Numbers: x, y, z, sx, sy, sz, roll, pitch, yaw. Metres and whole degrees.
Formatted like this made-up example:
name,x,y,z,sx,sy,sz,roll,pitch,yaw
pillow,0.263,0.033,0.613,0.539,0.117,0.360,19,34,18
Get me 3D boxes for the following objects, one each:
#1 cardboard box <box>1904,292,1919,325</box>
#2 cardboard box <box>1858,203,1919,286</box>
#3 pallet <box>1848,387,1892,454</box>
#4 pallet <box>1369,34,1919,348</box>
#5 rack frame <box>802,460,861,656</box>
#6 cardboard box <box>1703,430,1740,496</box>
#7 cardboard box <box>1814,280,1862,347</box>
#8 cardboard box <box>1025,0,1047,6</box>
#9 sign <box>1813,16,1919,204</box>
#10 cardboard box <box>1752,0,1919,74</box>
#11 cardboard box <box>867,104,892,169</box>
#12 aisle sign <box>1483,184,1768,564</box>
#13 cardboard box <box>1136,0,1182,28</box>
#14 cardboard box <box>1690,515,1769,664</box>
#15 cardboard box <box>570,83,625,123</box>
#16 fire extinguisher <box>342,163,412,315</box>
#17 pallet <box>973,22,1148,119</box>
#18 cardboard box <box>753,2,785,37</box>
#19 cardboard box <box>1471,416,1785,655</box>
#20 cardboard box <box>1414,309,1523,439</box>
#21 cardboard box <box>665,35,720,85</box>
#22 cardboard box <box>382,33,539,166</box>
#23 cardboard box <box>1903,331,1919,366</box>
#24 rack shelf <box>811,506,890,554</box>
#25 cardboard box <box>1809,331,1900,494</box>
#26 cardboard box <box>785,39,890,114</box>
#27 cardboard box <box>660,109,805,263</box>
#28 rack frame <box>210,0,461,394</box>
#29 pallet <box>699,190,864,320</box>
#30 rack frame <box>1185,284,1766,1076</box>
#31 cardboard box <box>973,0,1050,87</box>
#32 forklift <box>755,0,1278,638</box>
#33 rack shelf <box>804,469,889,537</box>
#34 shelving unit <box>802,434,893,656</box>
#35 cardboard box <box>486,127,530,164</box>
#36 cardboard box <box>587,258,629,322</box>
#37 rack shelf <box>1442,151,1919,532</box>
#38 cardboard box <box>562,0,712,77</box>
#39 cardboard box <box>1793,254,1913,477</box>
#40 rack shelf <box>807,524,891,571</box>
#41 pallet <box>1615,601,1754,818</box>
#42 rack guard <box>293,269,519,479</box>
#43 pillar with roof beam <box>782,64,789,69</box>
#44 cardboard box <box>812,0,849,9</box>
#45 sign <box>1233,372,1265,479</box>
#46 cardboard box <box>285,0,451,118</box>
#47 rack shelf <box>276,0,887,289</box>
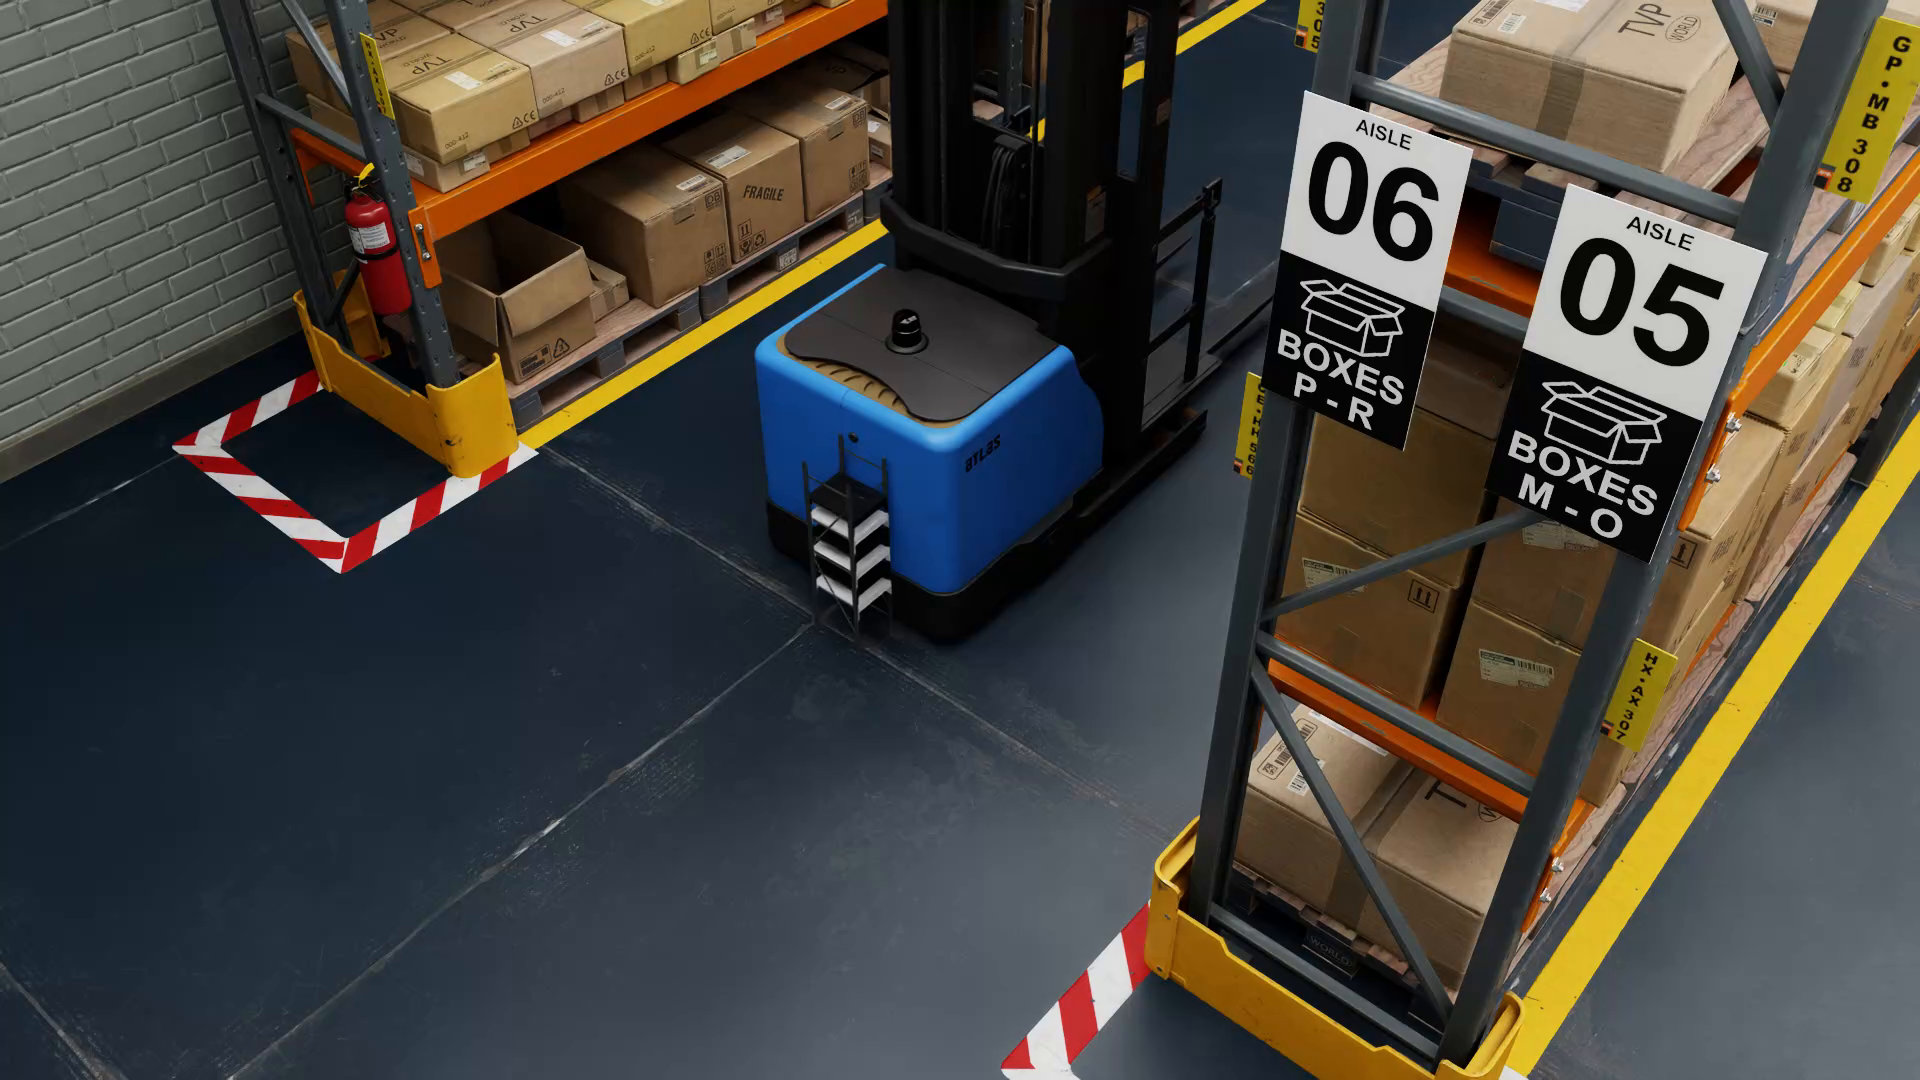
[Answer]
name,x,y,z,sx,sy,sz,roll,pitch,yaw
cardboard box,3.002,-1.106,5.419,0.500,0.500,0.500,30,50,29
cardboard box,2.460,-0.897,4.707,0.380,0.149,0.250,30,50,29
pallet,4.186,-0.984,8.175,1.003,0.211,1.213,29,50,28
pallet,1.643,-0.989,3.945,1.003,0.211,1.213,29,50,28
rack frame,-0.498,0.085,6.487,0.240,0.900,0.006,28,49,28
cardboard box,1.614,-0.236,3.980,0.380,0.149,0.250,31,50,29
cardboard box,2.138,-0.629,4.412,0.380,0.149,0.250,28,49,27
cardboard box,0.380,-3.273,9.683,0.380,0.149,0.250,32,51,30
sign,1.594,-0.745,2.901,0.100,0.325,0.005,29,50,28
cardboard box,2.050,-1.196,3.906,0.380,0.149,0.250,31,51,30
cardboard box,-0.418,-2.278,9.246,0.396,0.266,0.258,31,51,30
aisle sign,1.349,-0.325,3.445,0.394,0.787,0.004,29,50,28
cardboard box,1.089,-3.648,10.579,0.500,0.500,0.500,28,49,27
cardboard box,2.006,0.042,4.900,0.500,0.500,0.500,29,50,28
cardboard box,-1.726,-2.035,7.446,0.380,0.149,0.250,31,51,30
fire extinguisher,-2.369,-1.230,6.708,0.296,0.674,0.183,29,50,28
pallet,0.440,-3.136,10.542,1.003,0.211,1.213,29,50,28
cardboard box,-1.073,-2.579,8.044,0.380,0.149,0.250,29,50,28
cardboard box,1.700,-0.057,4.265,0.500,0.500,0.500,28,49,28
cardboard box,1.251,-0.444,4.209,0.380,0.149,0.250,30,50,29
cardboard box,-1.340,-2.272,7.706,0.380,0.149,0.250,28,49,27
cardboard box,-2.130,-1.844,6.939,0.500,0.250,0.500,30,50,29
cardboard box,3.318,-1.006,6.052,0.500,0.500,0.500,28,49,28
rack shelf,-0.435,-0.077,6.447,0.258,0.077,0.200,28,49,28
cardboard box,2.657,-0.477,5.471,0.500,0.500,0.500,31,51,30
cardboard box,-0.660,-2.655,9.627,0.500,0.311,0.500,31,51,30
cardboard box,-1.165,-1.830,8.578,0.500,0.500,0.500,30,50,29
rack frame,-2.628,-1.673,6.860,1.000,3.000,0.127,29,50,28
pallet,-1.282,-1.716,8.981,1.003,0.211,1.213,29,50,28
rack frame,1.173,0.474,4.499,1.000,3.000,0.127,29,50,28
cardboard box,0.429,-3.115,9.992,0.500,0.500,0.500,32,51,30
forklift,0.491,-1.620,6.853,1.130,2.935,3.031,28,49,28
rack shelf,-0.435,-0.143,6.387,0.258,0.077,0.200,28,49,28
shelving unit,-0.435,0.032,6.546,0.258,0.900,0.210,28,49,28
cardboard box,-2.078,-1.781,7.166,0.380,0.149,0.250,31,51,29
cardboard box,-1.859,-1.249,8.201,0.380,0.149,0.250,28,49,27
rack shelf,2.460,-1.399,4.864,1.077,0.370,4.000,29,50,28
cardboard box,-1.482,-2.367,7.513,0.500,0.250,0.500,29,49,28
cardboard box,2.353,-0.594,4.856,0.500,0.500,0.500,29,50,28
rack shelf,-0.435,-0.010,6.508,0.258,0.077,0.200,28,49,28
pallet,2.413,0.435,6.615,1.003,0.211,1.213,29,50,28
rack guard,-2.579,-0.787,7.744,1.175,0.500,0.348,29,50,28
pillar with roof beam,2.103,-4.120,5.092,9.100,9.000,0.400,29,50,28
cardboard box,-0.698,-2.811,8.299,0.380,0.149,0.250,29,50,28
sign,0.767,-0.284,4.296,0.100,0.325,0.005,29,50,28
cardboard box,-2.535,-2.079,7.197,0.500,0.250,0.500,31,51,30
rack shelf,-1.341,-2.437,8.235,1.077,0.370,4.000,29,50,28
